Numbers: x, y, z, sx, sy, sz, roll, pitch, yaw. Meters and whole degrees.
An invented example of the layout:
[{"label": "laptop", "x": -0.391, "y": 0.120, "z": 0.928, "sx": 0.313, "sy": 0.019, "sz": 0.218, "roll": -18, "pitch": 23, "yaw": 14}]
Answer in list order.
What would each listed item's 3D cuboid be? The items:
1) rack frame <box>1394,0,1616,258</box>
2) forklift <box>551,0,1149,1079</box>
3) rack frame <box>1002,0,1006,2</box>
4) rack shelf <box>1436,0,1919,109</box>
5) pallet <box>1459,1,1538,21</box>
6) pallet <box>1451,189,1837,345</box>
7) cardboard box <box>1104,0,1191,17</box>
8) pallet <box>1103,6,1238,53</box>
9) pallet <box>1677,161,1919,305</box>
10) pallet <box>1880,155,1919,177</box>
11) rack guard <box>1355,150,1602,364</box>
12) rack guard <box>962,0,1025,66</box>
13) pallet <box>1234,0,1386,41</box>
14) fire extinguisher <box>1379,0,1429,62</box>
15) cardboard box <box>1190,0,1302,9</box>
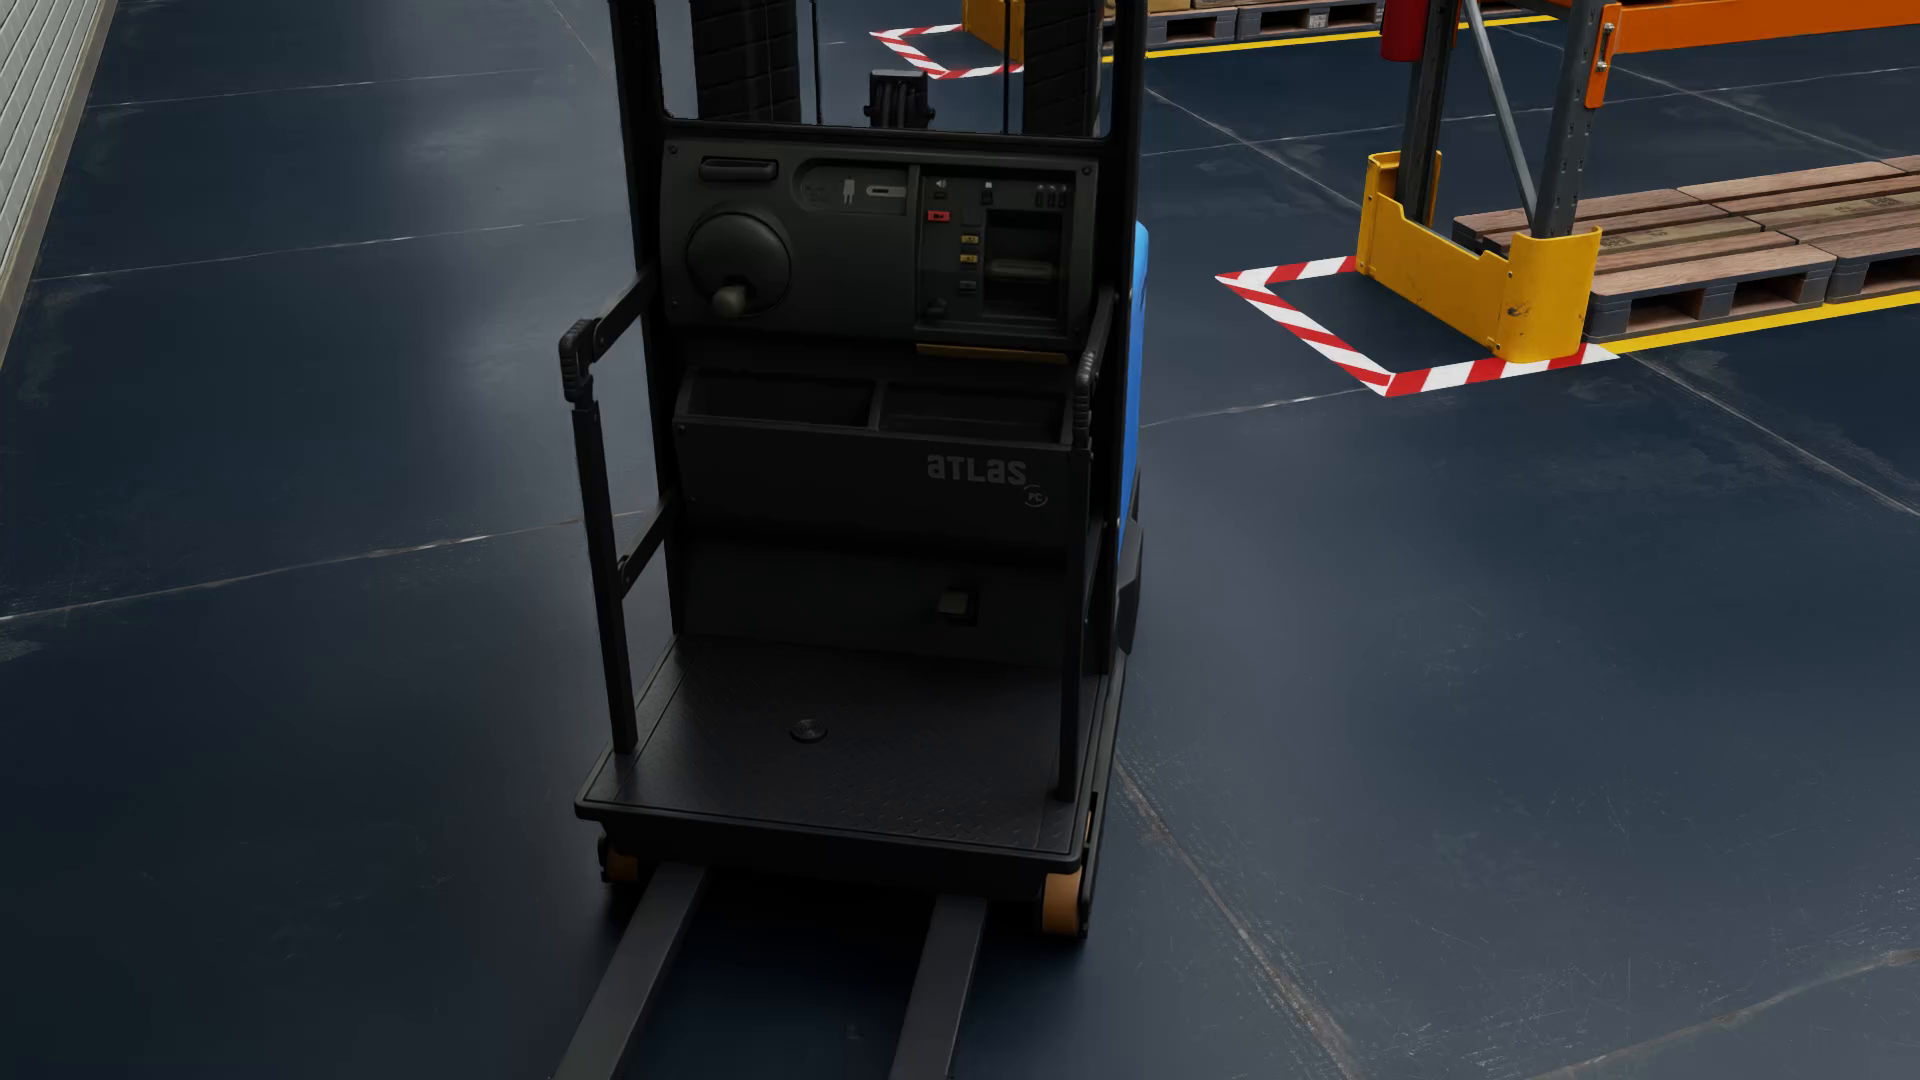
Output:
[{"label": "rack frame", "x": 2.111, "y": -2.288, "z": 6.236, "sx": 0.127, "sy": 3.000, "sz": 1.000, "roll": -10, "pitch": 31, "yaw": -18}, {"label": "forklift", "x": -0.213, "y": -0.586, "z": 3.317, "sx": 1.130, "sy": 2.935, "sz": 3.031, "roll": 5, "pitch": 30, "yaw": 8}, {"label": "rack frame", "x": 0.384, "y": -4.586, "z": 10.270, "sx": 0.127, "sy": 3.000, "sz": 1.000, "roll": -10, "pitch": 31, "yaw": -18}, {"label": "rack shelf", "x": 3.986, "y": -2.321, "z": 7.020, "sx": 4.000, "sy": 0.370, "sz": 1.077, "roll": -10, "pitch": 31, "yaw": -18}, {"label": "pallet", "x": 3.393, "y": -3.970, "z": 12.005, "sx": 1.213, "sy": 0.211, "sz": 1.003, "roll": -10, "pitch": 31, "yaw": -18}, {"label": "pallet", "x": 2.898, "y": -1.201, "z": 7.145, "sx": 1.213, "sy": 0.211, "sz": 1.003, "roll": -10, "pitch": 31, "yaw": -18}, {"label": "cardboard box", "x": 0.956, "y": -3.993, "z": 10.951, "sx": 0.875, "sy": 0.875, "sz": 0.875, "roll": -10, "pitch": 31, "yaw": -18}, {"label": "pallet", "x": 1.106, "y": -3.549, "z": 11.266, "sx": 1.213, "sy": 0.211, "sz": 1.003, "roll": -10, "pitch": 31, "yaw": -18}, {"label": "pallet", "x": 4.039, "y": -1.410, "z": 7.511, "sx": 1.213, "sy": 0.211, "sz": 1.003, "roll": -10, "pitch": 31, "yaw": -18}, {"label": "pallet", "x": 5.184, "y": -1.622, "z": 7.884, "sx": 1.213, "sy": 0.211, "sz": 1.003, "roll": -10, "pitch": 31, "yaw": -18}, {"label": "rack guard", "x": 2.093, "y": -1.192, "z": 6.837, "sx": 0.348, "sy": 0.500, "sz": 1.175, "roll": -10, "pitch": 31, "yaw": -18}, {"label": "rack guard", "x": 0.362, "y": -3.496, "z": 10.881, "sx": 0.348, "sy": 0.500, "sz": 1.175, "roll": -10, "pitch": 31, "yaw": -18}, {"label": "pallet", "x": 2.248, "y": -3.758, "z": 11.632, "sx": 1.213, "sy": 0.211, "sz": 1.003, "roll": -10, "pitch": 31, "yaw": -18}, {"label": "fire extinguisher", "x": 1.811, "y": -2.277, "z": 6.672, "sx": 0.183, "sy": 0.674, "sz": 0.296, "roll": -10, "pitch": 31, "yaw": -18}, {"label": "cardboard box", "x": 1.809, "y": -4.150, "z": 11.226, "sx": 0.875, "sy": 0.875, "sz": 0.875, "roll": -10, "pitch": 31, "yaw": -18}]
